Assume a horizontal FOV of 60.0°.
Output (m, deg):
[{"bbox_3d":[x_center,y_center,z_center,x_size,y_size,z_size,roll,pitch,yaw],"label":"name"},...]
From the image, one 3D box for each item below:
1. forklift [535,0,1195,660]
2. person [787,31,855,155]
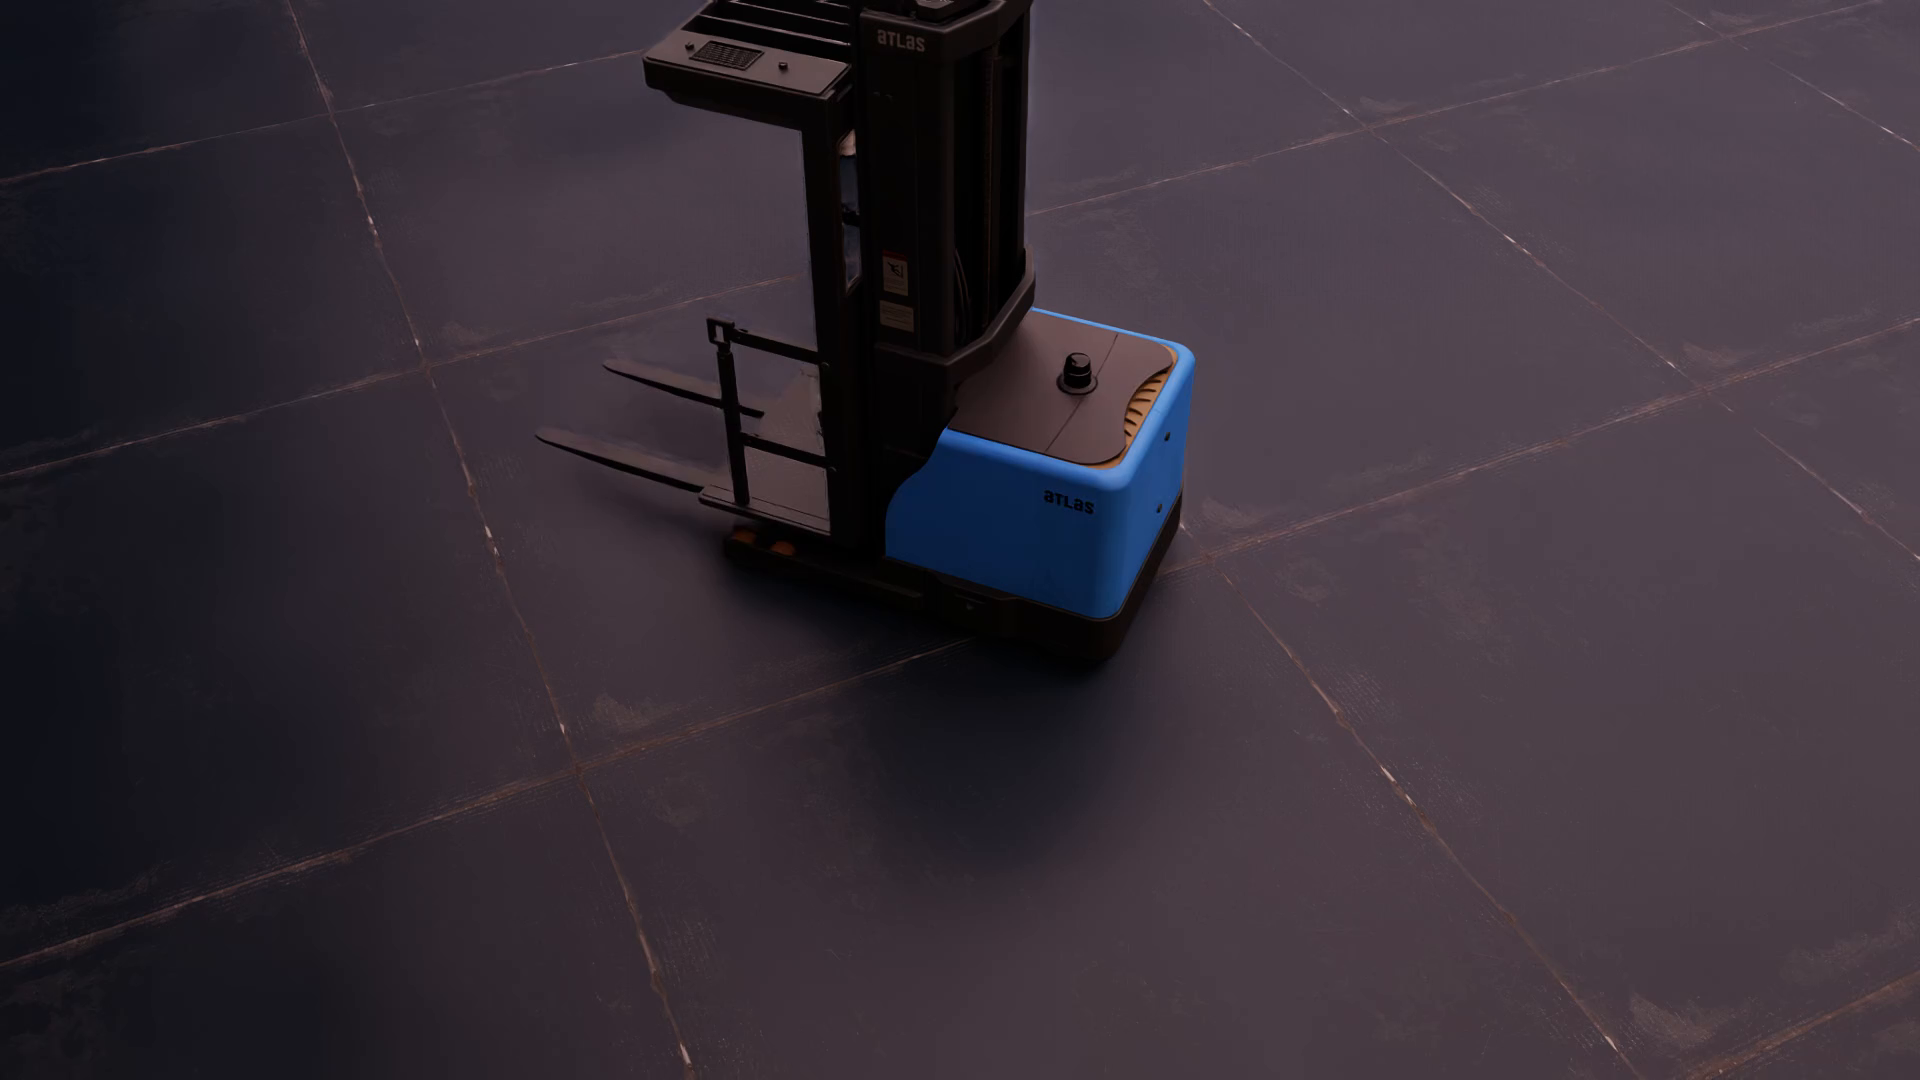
[{"bbox_3d":[-0.540,-1.217,6.984,3.031,2.935,1.130,16,45,17],"label":"forklift"},{"bbox_3d":[-0.776,-3.154,9.895,0.694,1.775,0.581,-23,48,-23],"label":"person"}]
